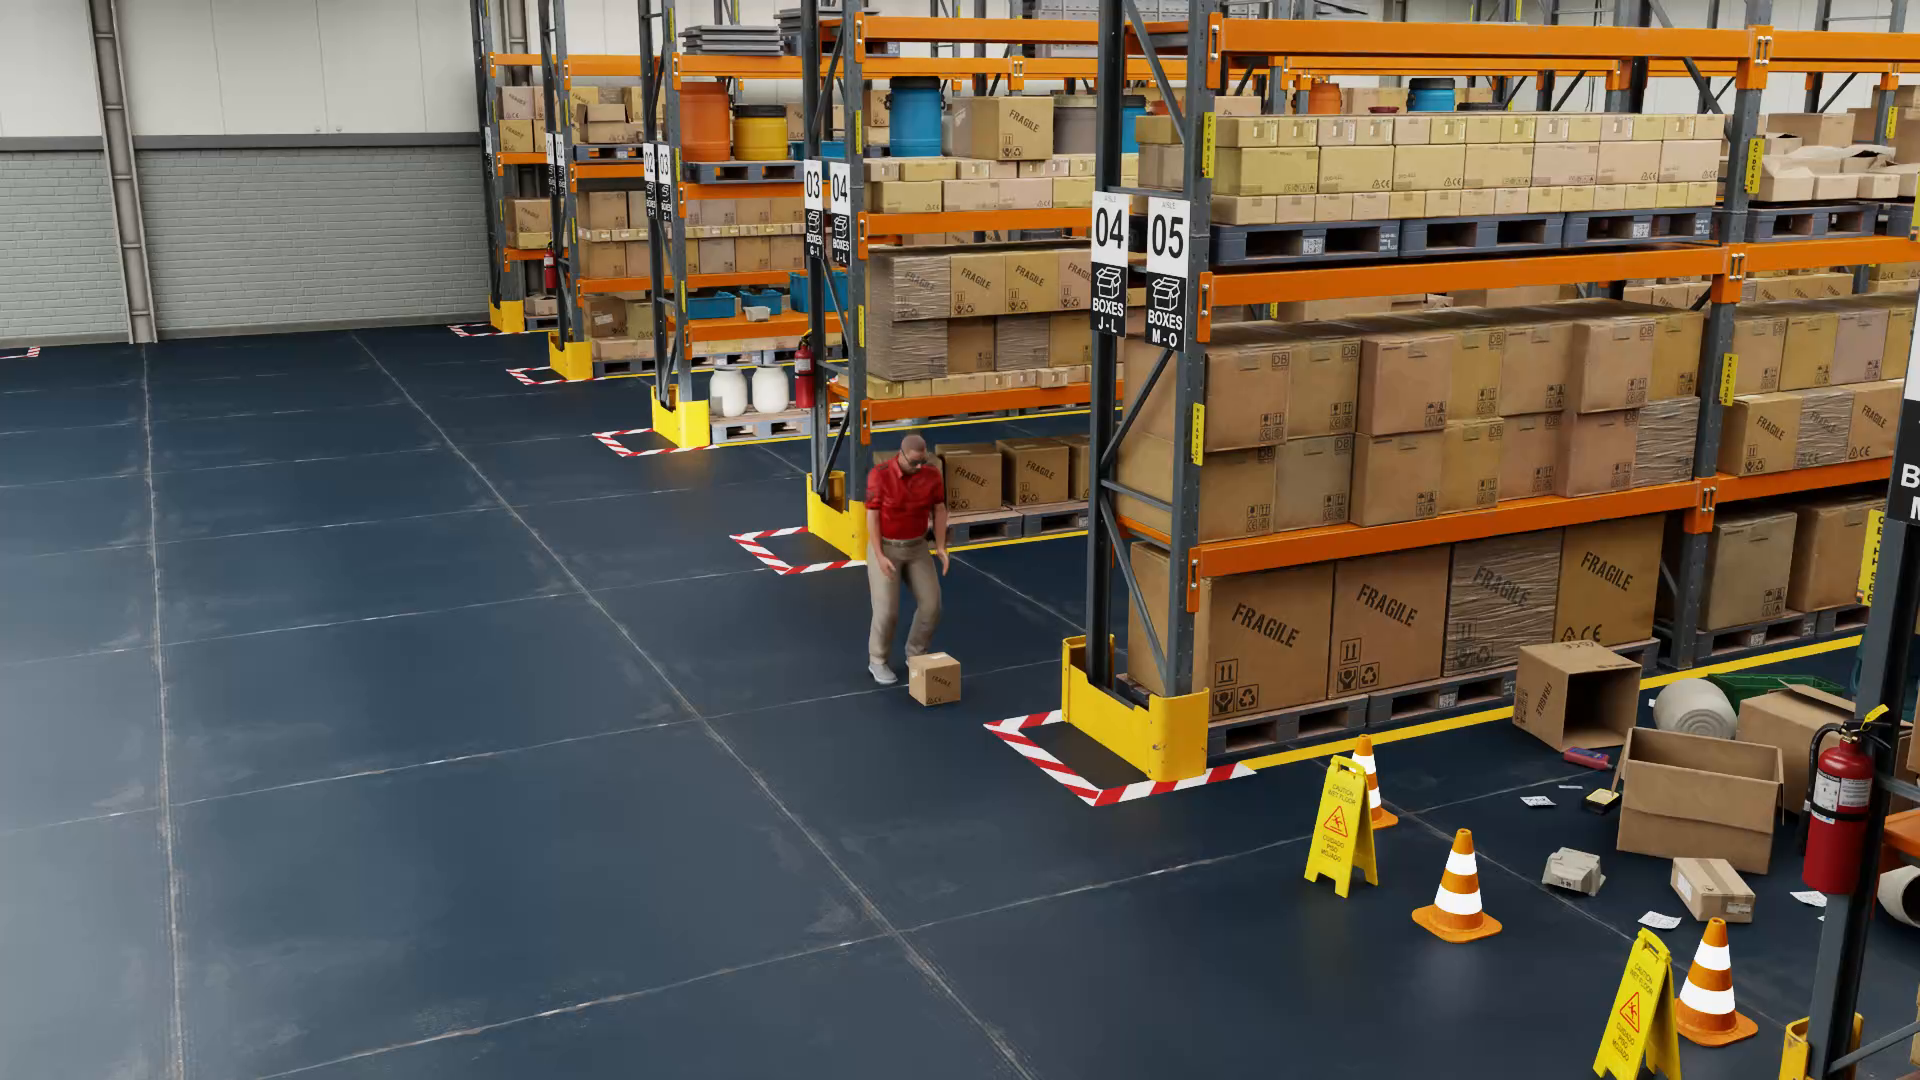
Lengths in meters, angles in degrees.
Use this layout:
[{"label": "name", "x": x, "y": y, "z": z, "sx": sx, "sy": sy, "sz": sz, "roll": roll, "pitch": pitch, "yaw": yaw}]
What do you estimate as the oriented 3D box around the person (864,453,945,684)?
[{"label": "person", "x": -0.366, "y": 0.161, "z": 10.911, "sx": 0.560, "sy": 1.505, "sz": 0.407, "roll": -7, "pitch": 17, "yaw": -24}]
